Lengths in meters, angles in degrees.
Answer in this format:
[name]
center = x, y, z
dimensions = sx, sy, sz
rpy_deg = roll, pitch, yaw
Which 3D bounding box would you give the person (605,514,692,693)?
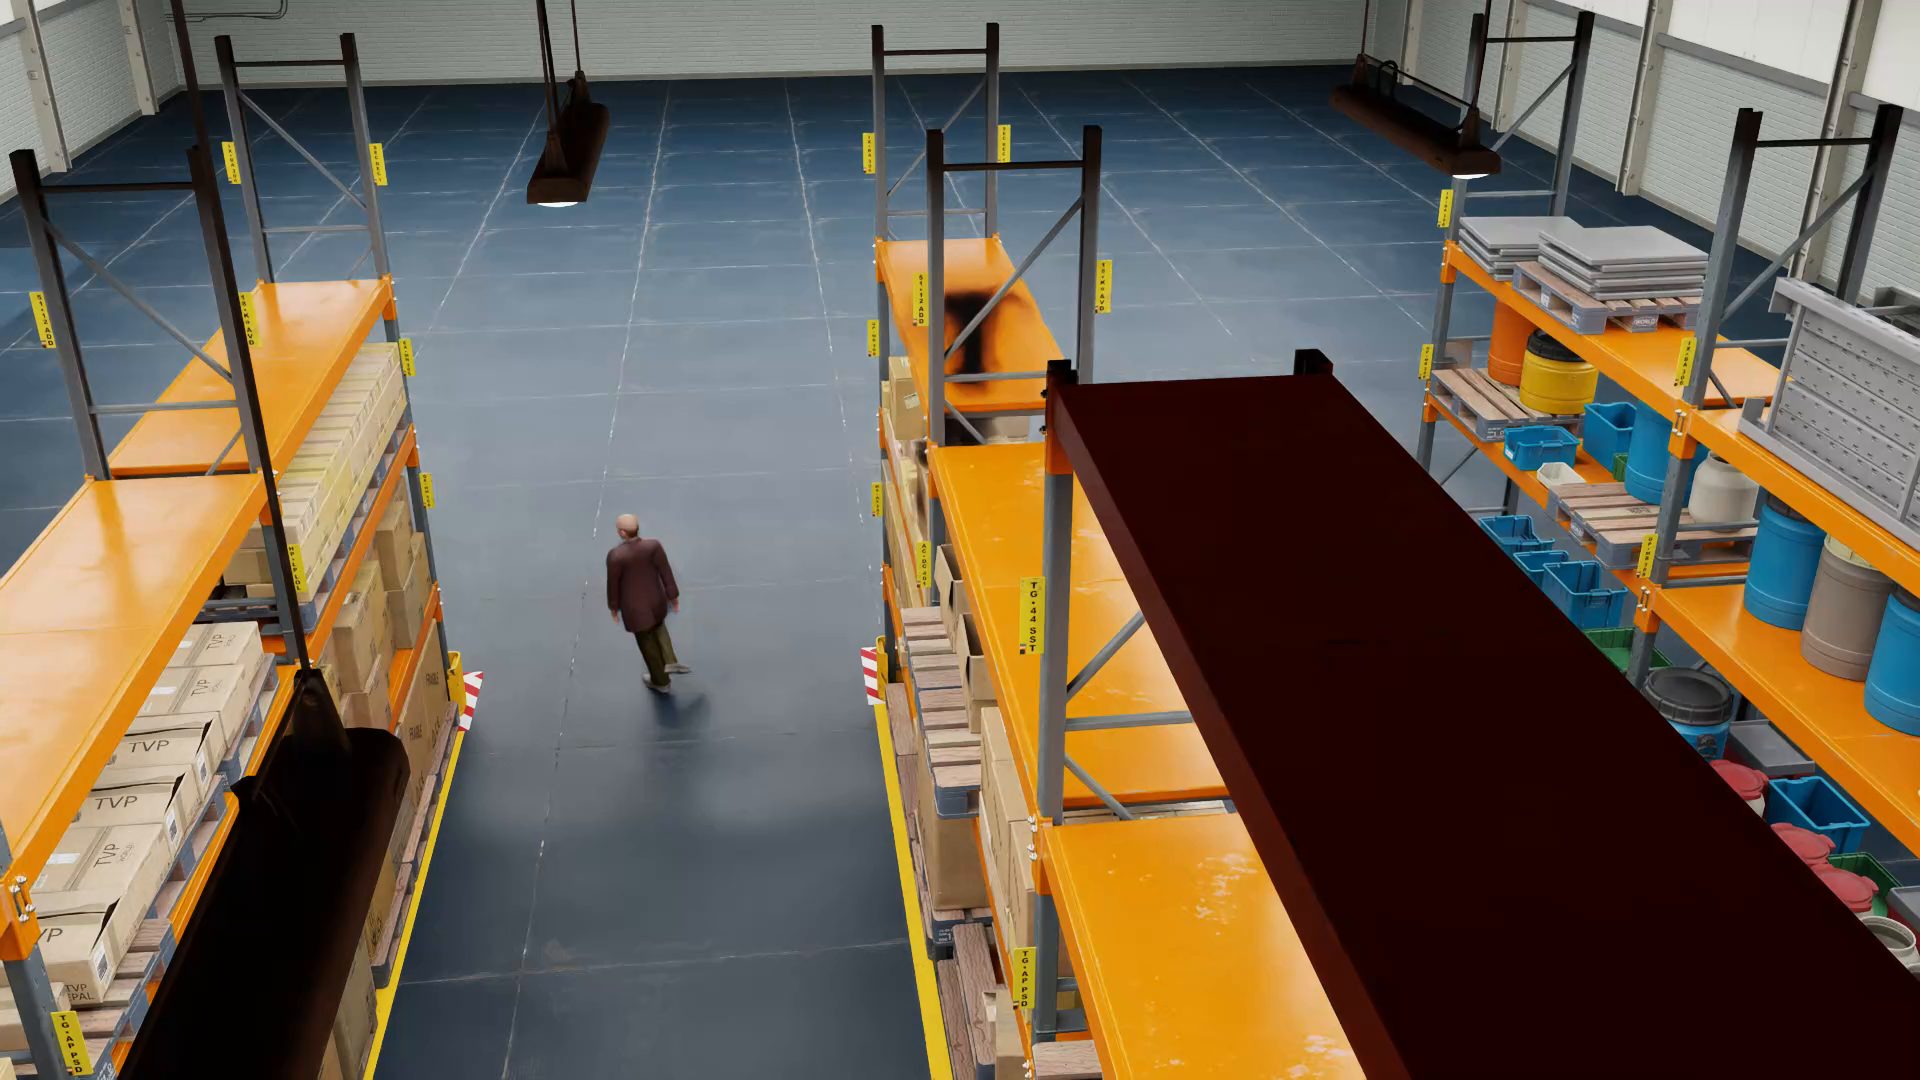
[person]
center = -2.890, 0.558, 15.259
dimensions = 0.692, 1.759, 0.543
rpy_deg = -18, 31, -34
